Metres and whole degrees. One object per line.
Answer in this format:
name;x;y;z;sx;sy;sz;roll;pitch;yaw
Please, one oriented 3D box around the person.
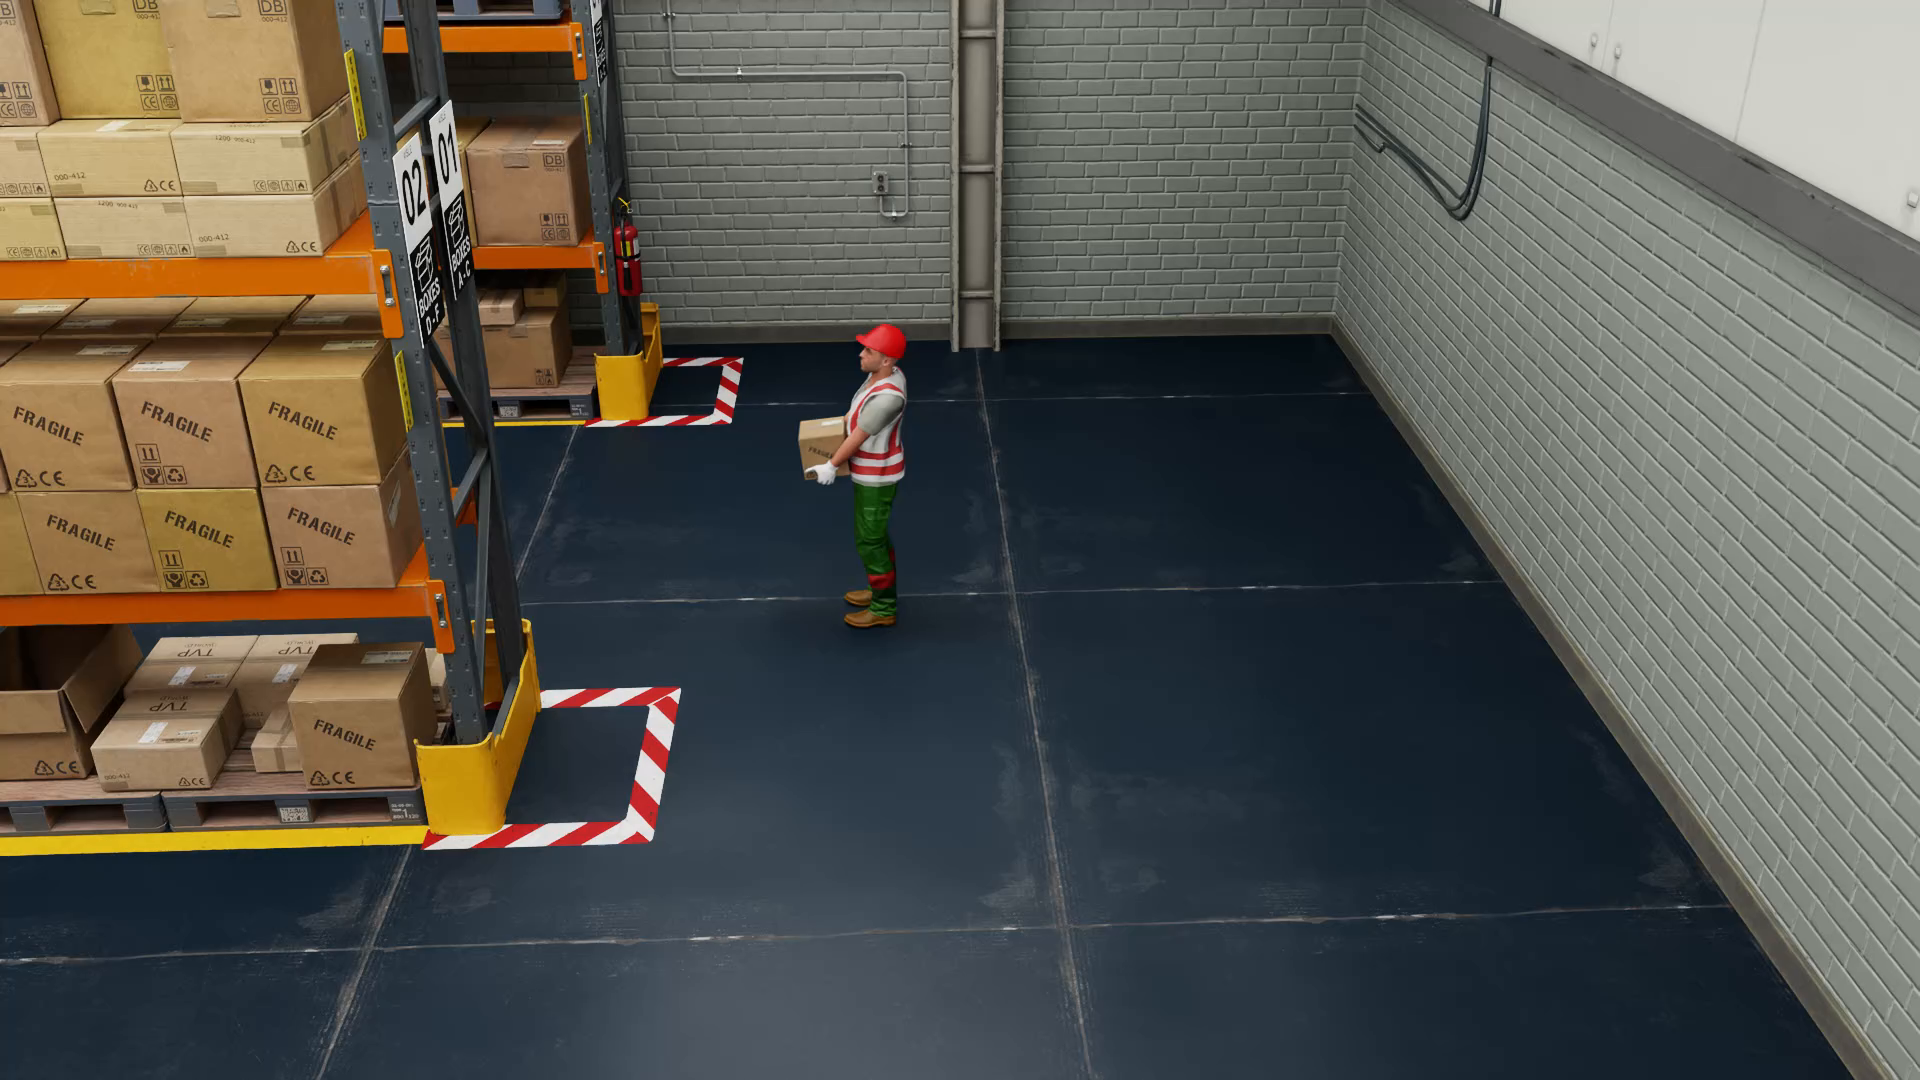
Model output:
person;-0.517;-0.385;9.281;0.460;1.723;0.493;-1;27;-2
